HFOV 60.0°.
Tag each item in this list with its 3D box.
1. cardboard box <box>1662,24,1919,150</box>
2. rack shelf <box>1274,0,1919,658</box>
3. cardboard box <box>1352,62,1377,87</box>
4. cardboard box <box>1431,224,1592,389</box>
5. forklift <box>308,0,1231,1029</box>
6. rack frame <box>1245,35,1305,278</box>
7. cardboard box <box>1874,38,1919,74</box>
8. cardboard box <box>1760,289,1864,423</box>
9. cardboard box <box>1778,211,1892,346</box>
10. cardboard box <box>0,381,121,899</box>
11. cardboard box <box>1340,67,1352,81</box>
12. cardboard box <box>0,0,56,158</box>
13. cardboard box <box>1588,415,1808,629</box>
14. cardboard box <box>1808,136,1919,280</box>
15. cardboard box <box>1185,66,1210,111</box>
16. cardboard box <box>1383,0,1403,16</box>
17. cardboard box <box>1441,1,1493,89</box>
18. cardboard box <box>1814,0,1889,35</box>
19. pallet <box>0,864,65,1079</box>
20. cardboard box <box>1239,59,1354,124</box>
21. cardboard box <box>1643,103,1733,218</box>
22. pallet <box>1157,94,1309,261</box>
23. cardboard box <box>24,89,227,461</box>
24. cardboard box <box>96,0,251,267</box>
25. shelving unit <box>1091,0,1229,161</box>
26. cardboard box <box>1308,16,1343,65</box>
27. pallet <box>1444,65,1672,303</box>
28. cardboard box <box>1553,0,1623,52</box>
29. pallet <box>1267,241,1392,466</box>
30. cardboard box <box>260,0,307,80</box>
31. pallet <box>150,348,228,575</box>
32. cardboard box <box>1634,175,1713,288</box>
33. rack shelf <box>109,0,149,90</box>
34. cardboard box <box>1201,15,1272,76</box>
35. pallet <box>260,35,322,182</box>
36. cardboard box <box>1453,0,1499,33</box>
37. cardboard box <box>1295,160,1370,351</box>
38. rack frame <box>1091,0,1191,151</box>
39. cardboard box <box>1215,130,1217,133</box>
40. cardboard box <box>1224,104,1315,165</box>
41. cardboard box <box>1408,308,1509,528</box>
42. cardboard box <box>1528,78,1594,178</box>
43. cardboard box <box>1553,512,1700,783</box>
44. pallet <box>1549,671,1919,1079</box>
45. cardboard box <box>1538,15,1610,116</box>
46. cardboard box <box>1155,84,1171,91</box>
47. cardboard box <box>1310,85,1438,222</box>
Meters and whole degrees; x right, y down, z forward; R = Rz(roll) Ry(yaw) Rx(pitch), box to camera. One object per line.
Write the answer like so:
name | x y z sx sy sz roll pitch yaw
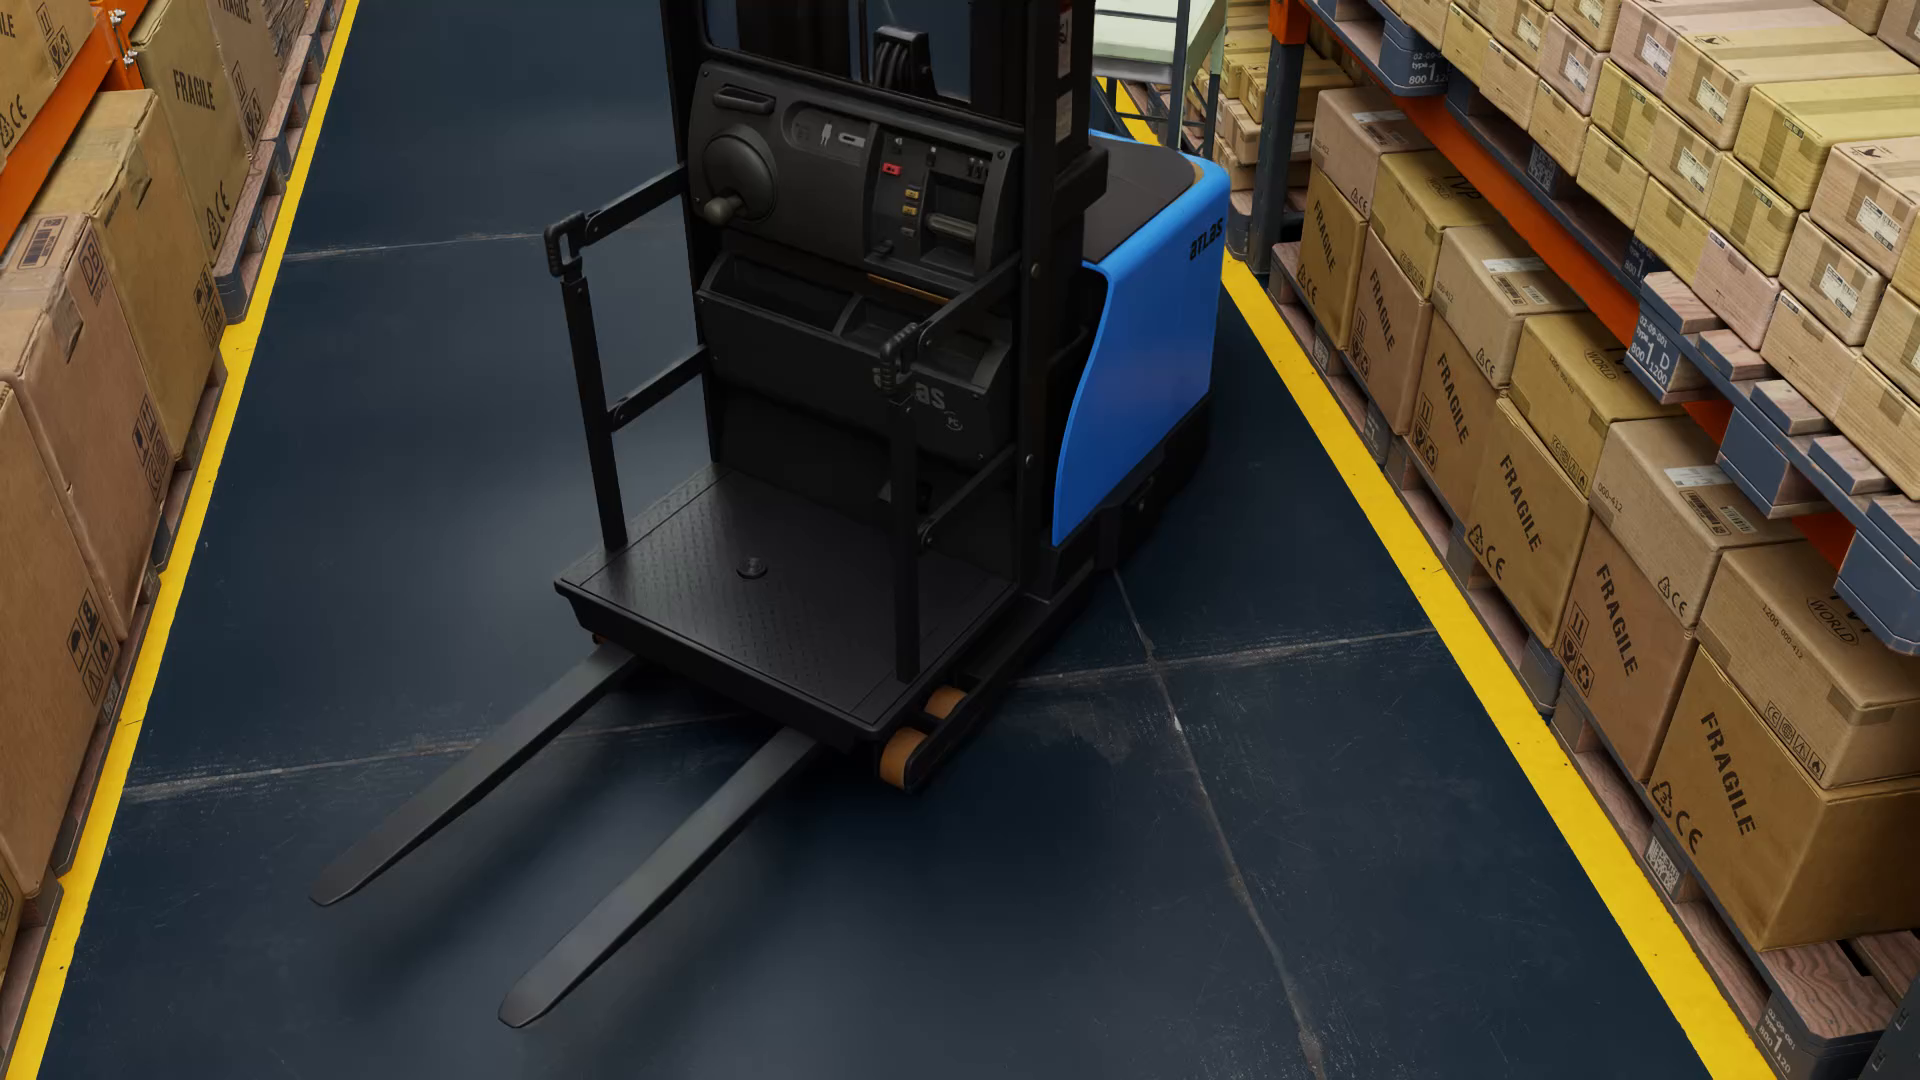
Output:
cardboard box | 1.674 -0.920 3.367 0.380 0.149 0.250 -5 38 -7
rack shelf | 1.998 -0.825 4.453 1.077 0.370 4.000 -6 38 -8
cardboard box | 1.791 -1.822 6.647 0.380 0.149 0.250 -5 38 -6
cardboard box | 1.698 -0.687 4.773 0.500 0.250 0.500 -5 38 -6
forklift | -0.402 -0.829 3.928 1.130 2.935 3.031 22 43 25
rack frame | 1.648 -2.317 5.787 1.000 3.000 0.127 -6 38 -8
cardboard box | 2.275 -1.026 3.745 0.380 0.149 0.250 -6 38 -8
cardboard box | 1.768 -0.366 3.138 0.380 0.149 0.250 -6 38 -8
cardboard box | 1.766 -0.495 3.062 0.380 0.149 0.250 -5 38 -6
cardboard box | -2.801 0.287 3.825 1.225 0.875 0.875 -6 38 -8
cardboard box | 1.767 -1.871 6.952 0.380 0.149 0.250 -6 38 -8
cardboard box | -2.822 -1.331 4.437 0.500 0.500 0.500 -5 38 -7
cardboard box | 1.872 -0.064 3.972 0.500 0.250 0.500 -6 38 -7
cardboard box | 1.770 -0.601 2.956 0.380 0.149 0.250 -7 38 -9
cardboard box | 1.156 -1.952 7.057 0.380 0.149 0.250 -7 38 -10
cardboard box | 1.401 -1.626 4.760 0.380 0.149 0.250 -6 38 -7
cardboard box | 1.498 -1.308 4.351 0.380 0.149 0.250 -7 38 -9
cardboard box | 2.227 -1.296 3.851 0.380 0.149 0.250 -5 38 -7
pallet | -2.616 1.189 3.548 1.003 0.211 1.213 -6 38 -8
cardboard box | 1.329 -1.778 6.591 0.380 0.149 0.250 -5 38 -7
cardboard box | 1.674 -0.805 3.461 0.380 0.149 0.250 -6 38 -8
pallet | 1.495 -1.617 7.160 1.003 0.211 1.213 -6 38 -8
cardboard box | -3.121 -0.787 5.207 1.225 0.875 0.875 -6 38 -8
cardboard box | -3.290 -1.578 6.226 0.875 0.875 0.875 -6 38 -8
shelving unit | 0.604 -1.290 5.688 0.431 1.500 0.755 11 39 14
cardboard box | 1.709 -2.142 7.059 0.380 0.149 0.250 -7 38 -9
pallet | 1.962 -1.016 4.269 1.003 0.211 1.213 -6 38 -8
cardboard box | 1.587 -1.230 3.766 0.380 0.149 0.250 -4 38 -6
pallet | 1.786 -0.745 6.037 1.003 0.211 1.213 -6 38 -8
cardboard box | -3.604 -2.659 7.618 0.875 0.875 0.875 -6 38 -8
pallet | -3.044 -0.285 5.445 1.003 0.211 1.213 -6 38 -8
cardboard box | 1.683 -0.672 3.533 0.380 0.149 0.250 -7 38 -9
rack shelf | -3.604 -2.768 6.954 1.077 0.370 4.000 -6 38 -8
cardboard box | 1.195 -2.078 6.976 0.380 0.149 0.250 -7 38 -8
pallet | -3.527 -1.949 7.587 1.003 0.211 1.213 -6 38 -8
cardboard box | 1.499 -1.421 4.255 0.380 0.149 0.250 -7 38 -9
cardboard box | 1.516 -1.020 5.814 0.500 0.500 0.500 -5 38 -6
rack frame | 0.492 -1.076 5.412 0.400 1.500 0.023 11 39 14
cardboard box | 1.280 -1.723 7.004 0.380 0.149 0.250 -5 38 -7
cardboard box | 1.280 -1.630 6.642 0.380 0.149 0.250 -6 38 -7
cardboard box | 1.716 -0.386 4.997 0.500 0.500 0.500 -6 38 -7
cardboard box | 1.590 -0.991 3.943 0.380 0.149 0.250 -5 38 -7
cardboard box | 1.889 0.237 4.195 0.500 0.500 0.500 -5 38 -6
pallet | 2.213 0.728 4.140 1.003 0.211 1.213 -6 38 -8
cardboard box | 1.586 -1.113 3.858 0.380 0.149 0.250 -5 38 -7
cardboard box | 1.062 -2.182 7.595 0.380 0.149 0.250 -6 38 -8
cardboard box | 1.517 -1.317 5.584 0.500 0.250 0.500 -8 39 -10
